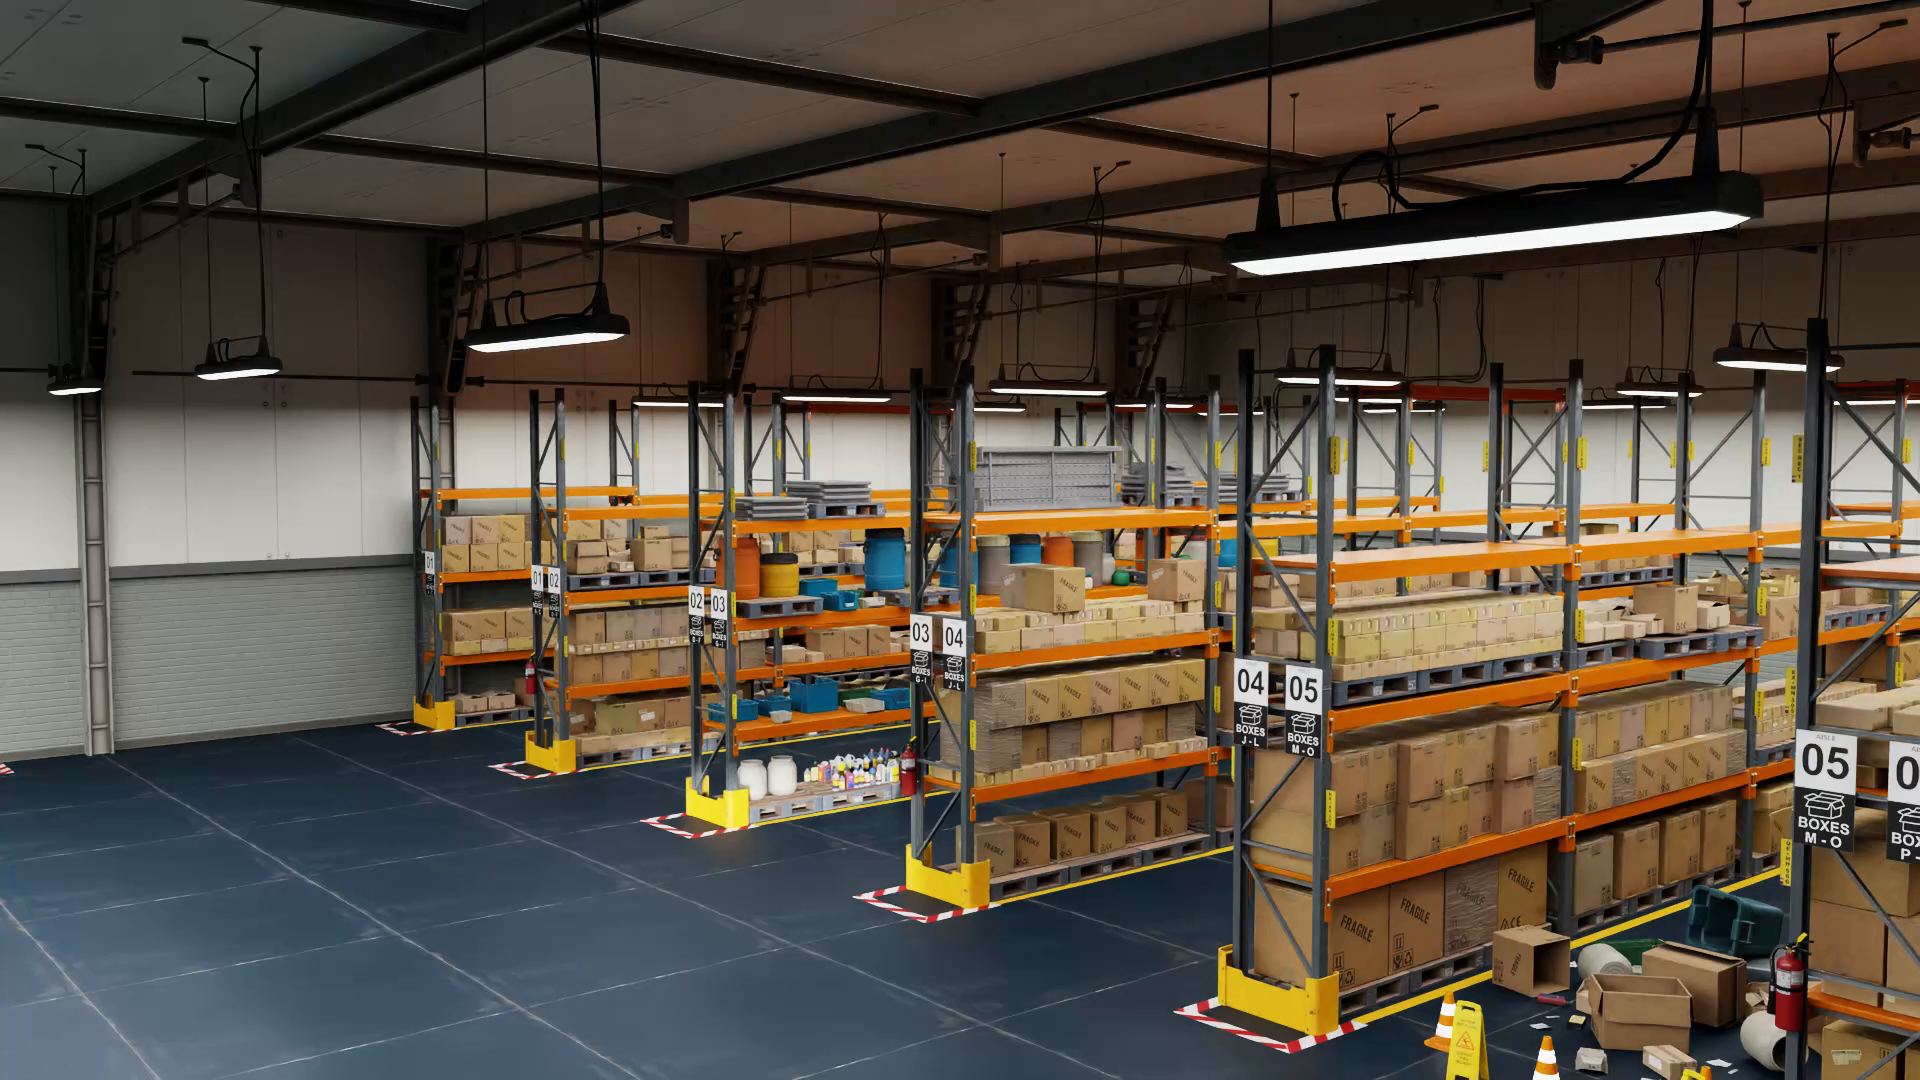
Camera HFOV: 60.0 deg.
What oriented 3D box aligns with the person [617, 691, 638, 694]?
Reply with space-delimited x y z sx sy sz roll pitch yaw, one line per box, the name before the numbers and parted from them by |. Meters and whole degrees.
person | -6.320 2.527 31.180 0.506 1.587 0.431 -2 4 -28
